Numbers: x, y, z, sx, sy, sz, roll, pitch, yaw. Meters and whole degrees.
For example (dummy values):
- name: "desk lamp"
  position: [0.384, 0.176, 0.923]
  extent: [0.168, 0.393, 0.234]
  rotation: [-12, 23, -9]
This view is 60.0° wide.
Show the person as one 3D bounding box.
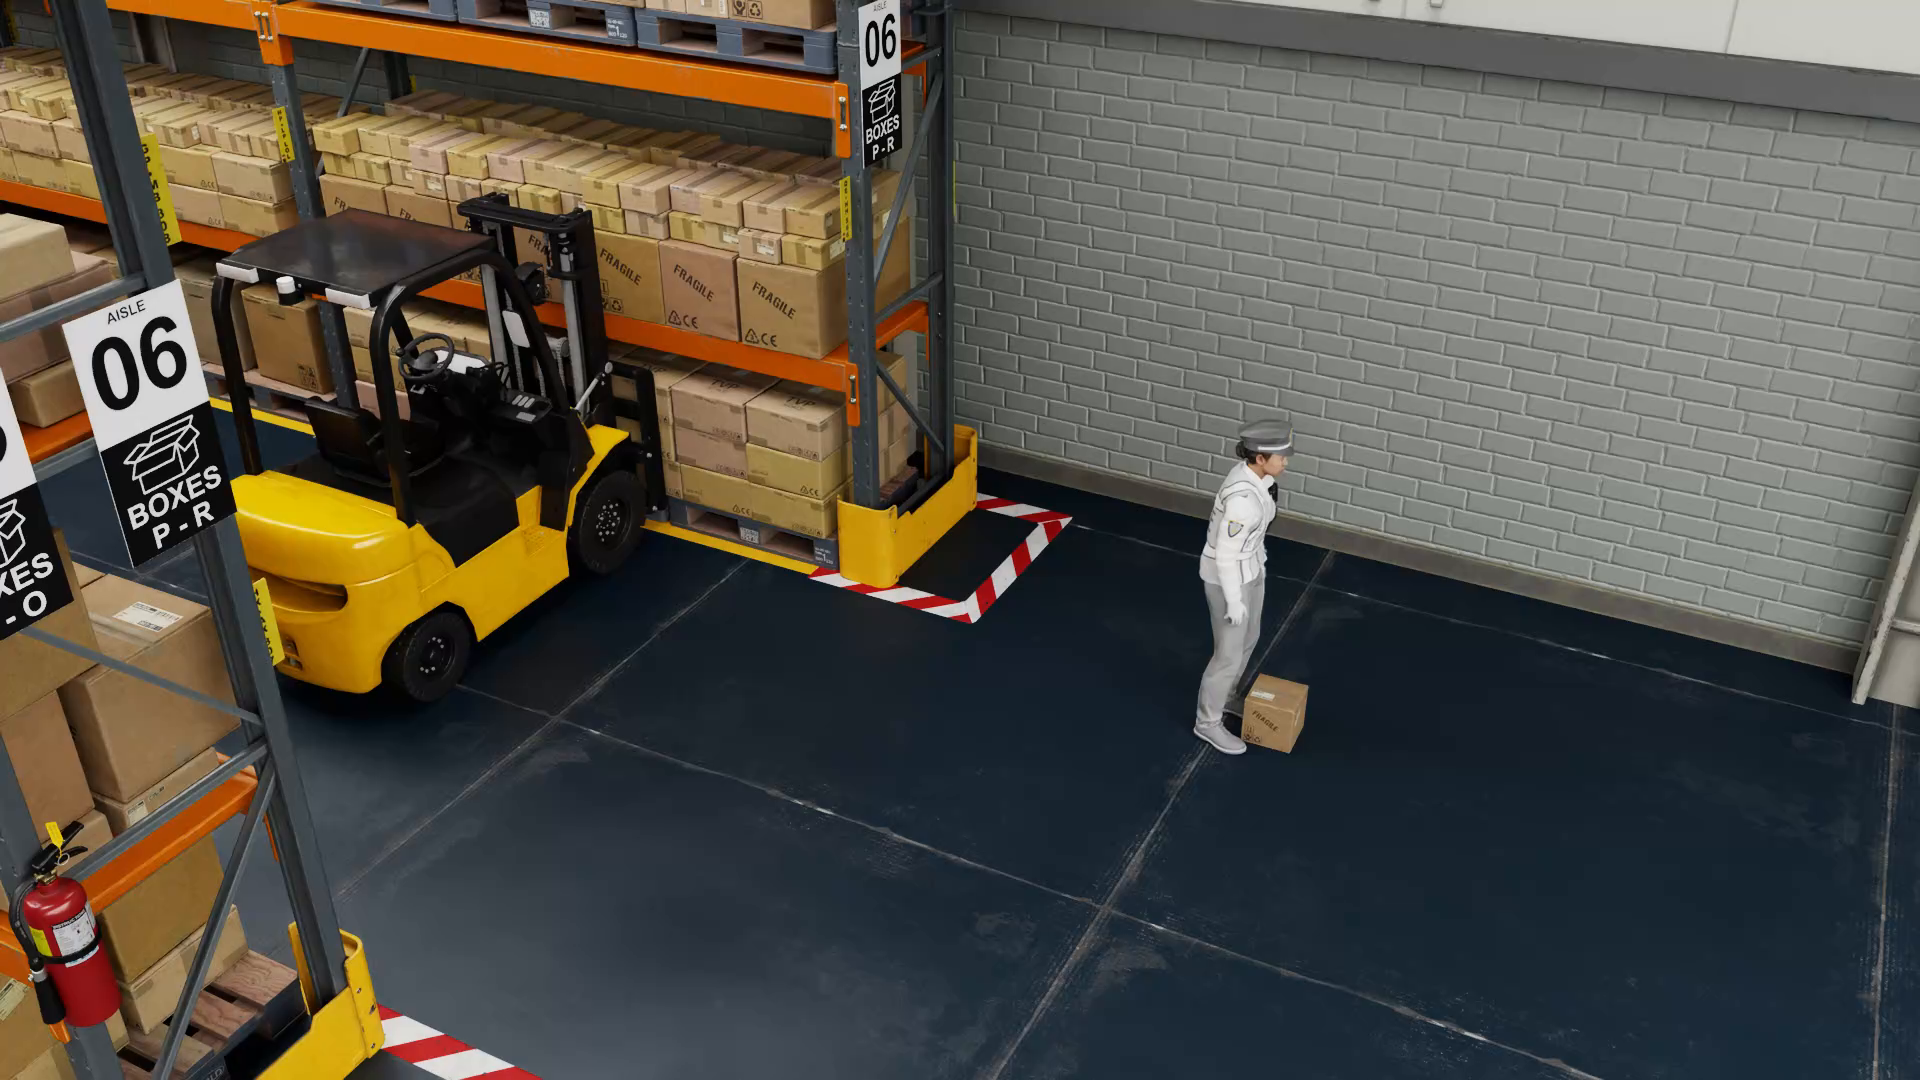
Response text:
- name: "person"
  position: [1.341, 0.188, 7.956]
  extent: [0.370, 1.667, 0.547]
  rotation: [13, 33, 21]
